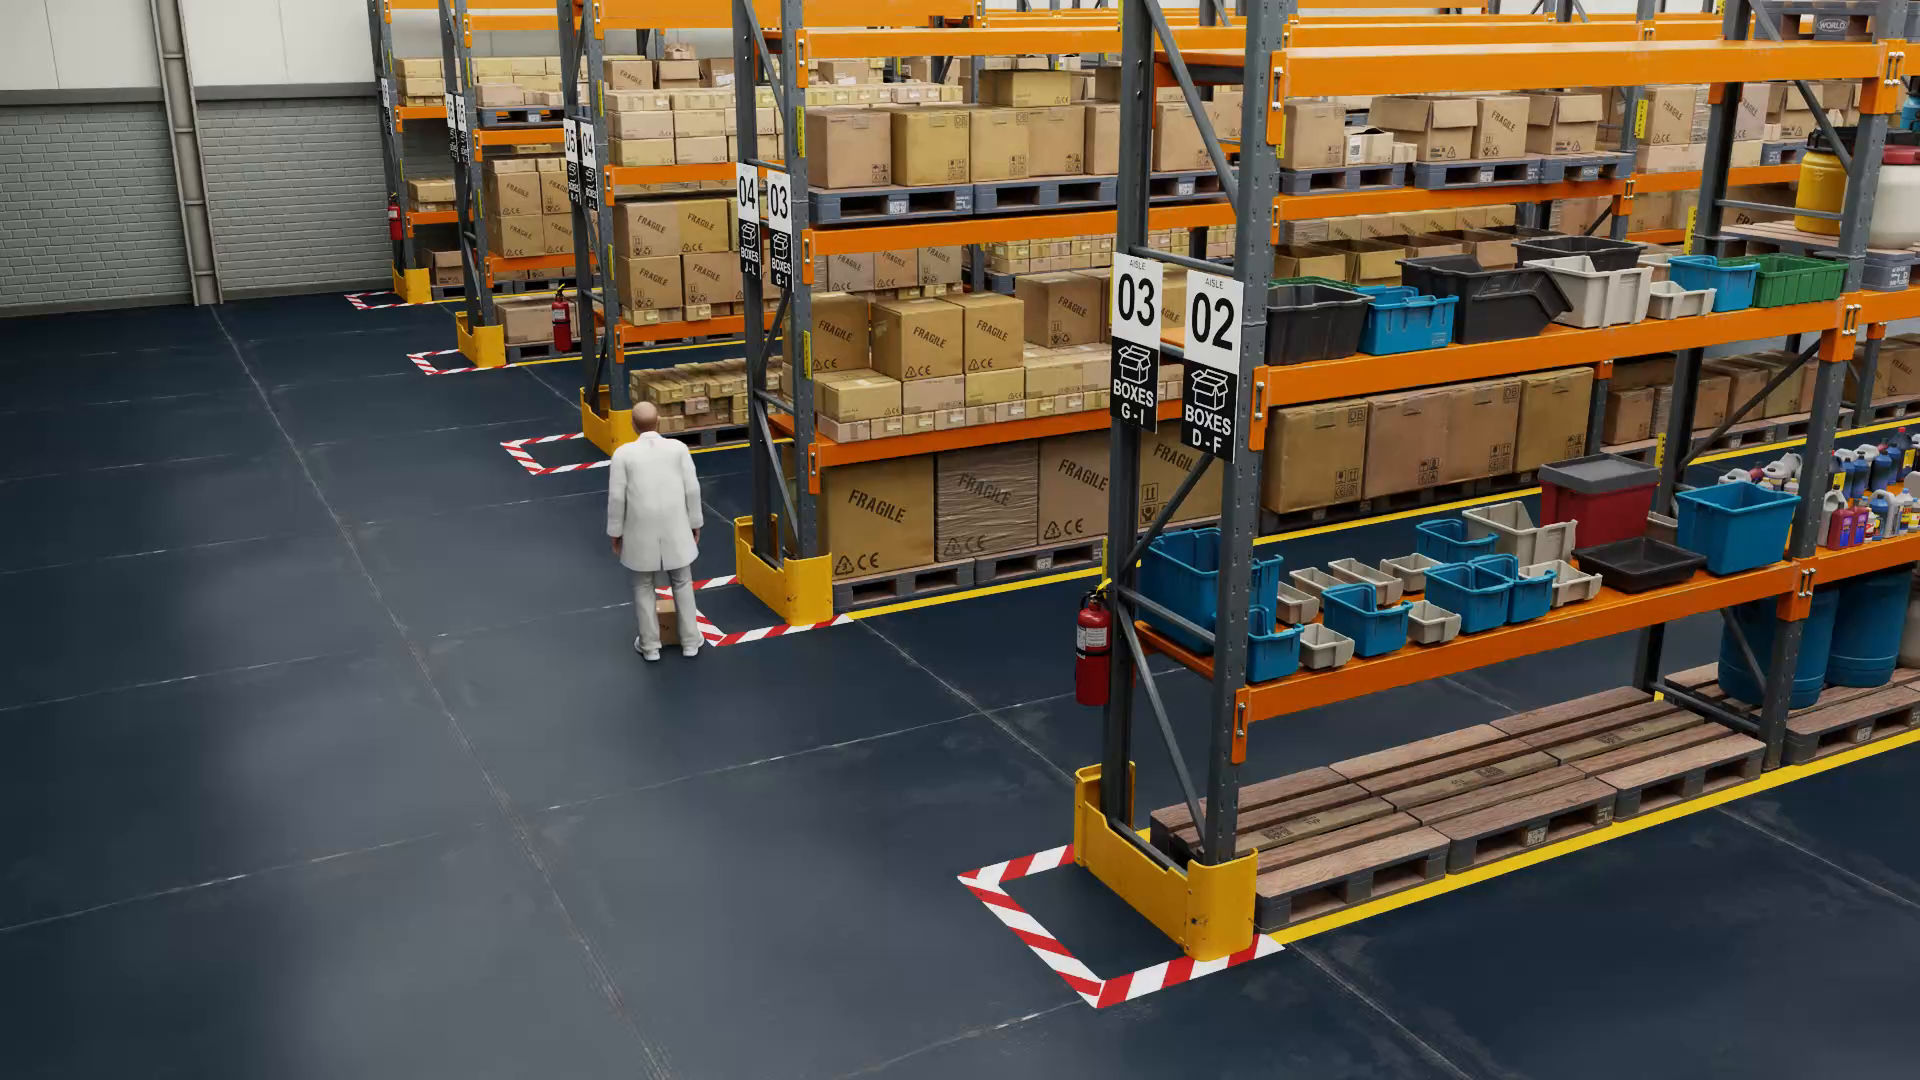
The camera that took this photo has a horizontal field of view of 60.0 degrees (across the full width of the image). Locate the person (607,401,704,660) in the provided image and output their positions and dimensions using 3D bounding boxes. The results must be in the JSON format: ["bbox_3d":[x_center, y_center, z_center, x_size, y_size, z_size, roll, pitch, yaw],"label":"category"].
[{"bbox_3d":[-2.064,-0.062,11.273,0.652,1.773,0.425,-6,19,-17],"label":"person"}]
